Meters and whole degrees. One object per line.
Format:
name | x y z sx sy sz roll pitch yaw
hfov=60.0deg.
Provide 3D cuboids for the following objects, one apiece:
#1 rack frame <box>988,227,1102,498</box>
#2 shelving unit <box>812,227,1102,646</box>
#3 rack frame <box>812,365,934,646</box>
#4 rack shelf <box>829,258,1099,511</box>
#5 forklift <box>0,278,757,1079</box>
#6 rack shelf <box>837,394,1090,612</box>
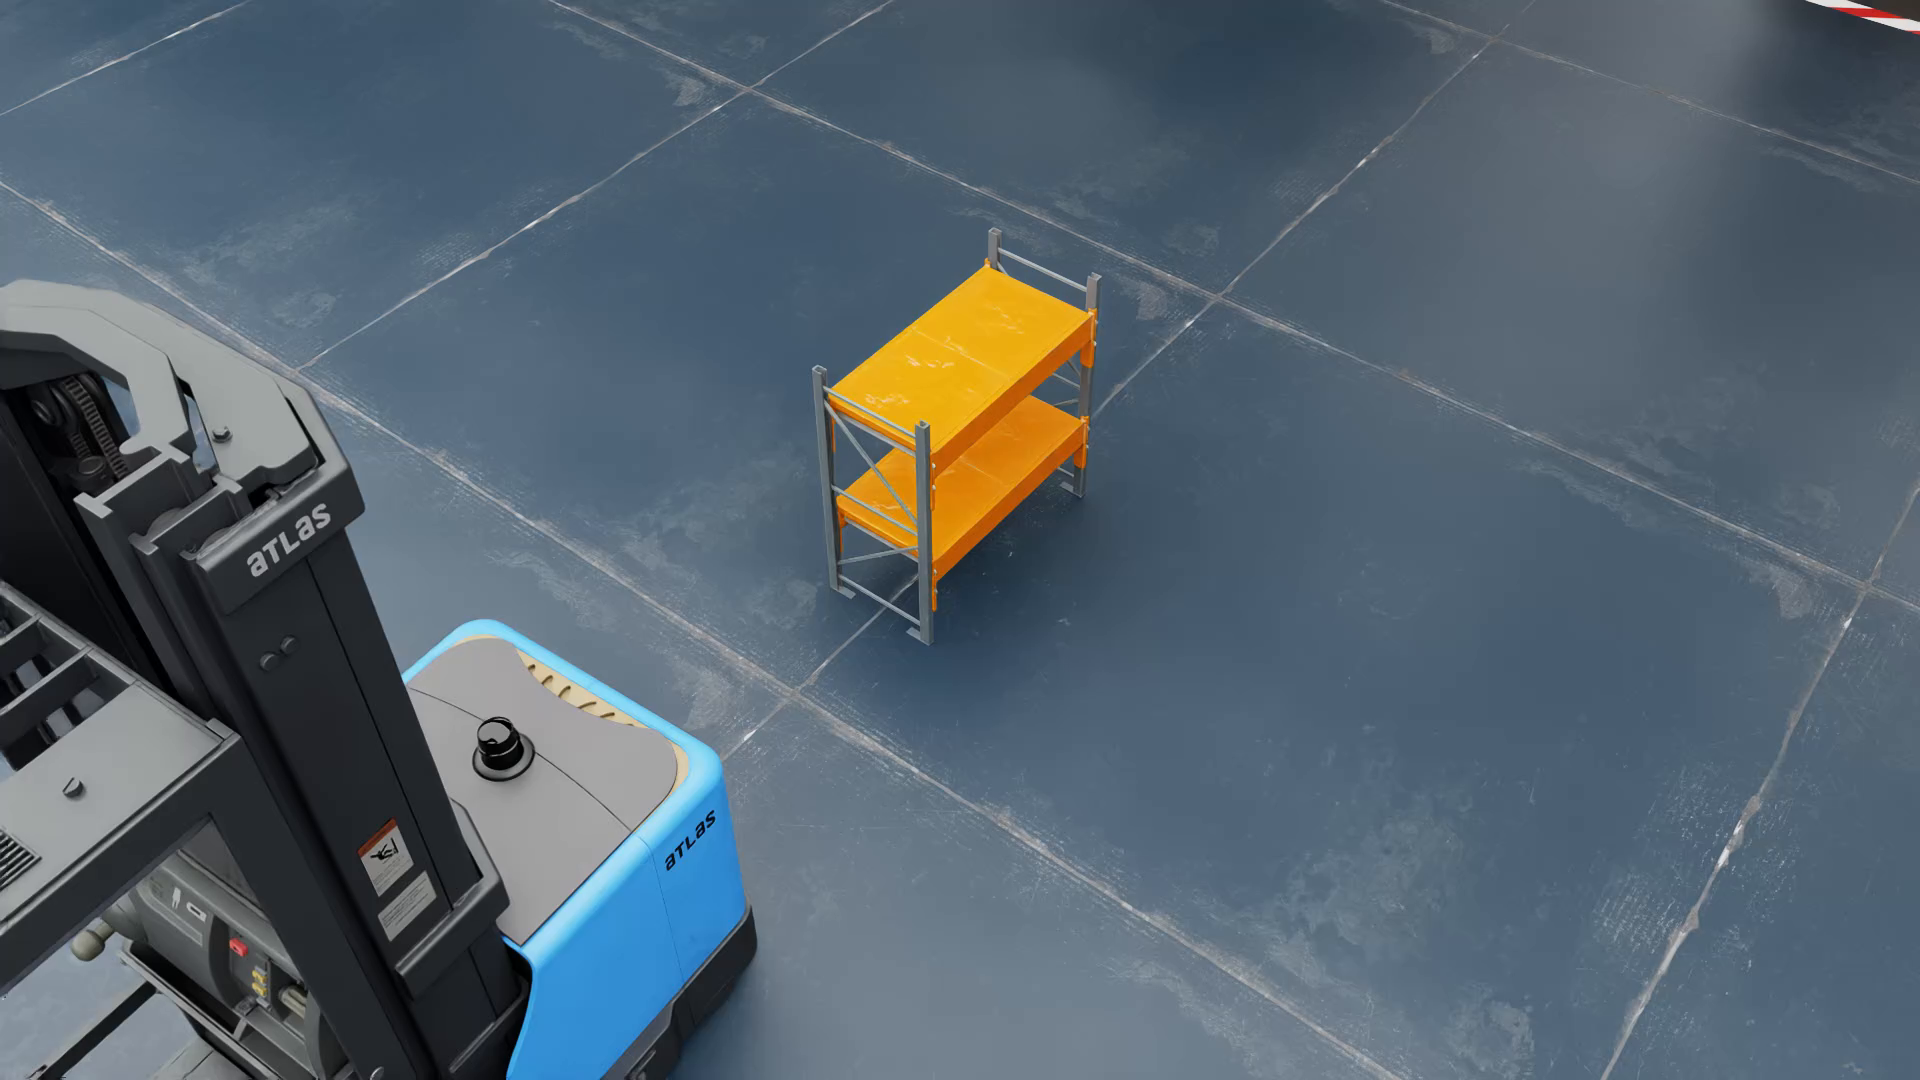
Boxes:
rack frame | 0.315 -0.683 6.625 0.500 1.125 0.032 29 53 25
shelving unit | 0.004 -0.392 6.347 0.538 1.125 1.048 29 53 25
rack frame | -0.307 -0.102 6.069 0.500 1.125 0.032 29 53 25
rack shelf | 0.004 -0.595 6.135 0.538 0.278 1.000 29 53 25
forklift | -1.905 1.022 3.747 1.130 2.935 3.031 26 52 23
rack shelf | 0.004 -0.224 6.524 0.538 0.278 1.000 29 53 25
